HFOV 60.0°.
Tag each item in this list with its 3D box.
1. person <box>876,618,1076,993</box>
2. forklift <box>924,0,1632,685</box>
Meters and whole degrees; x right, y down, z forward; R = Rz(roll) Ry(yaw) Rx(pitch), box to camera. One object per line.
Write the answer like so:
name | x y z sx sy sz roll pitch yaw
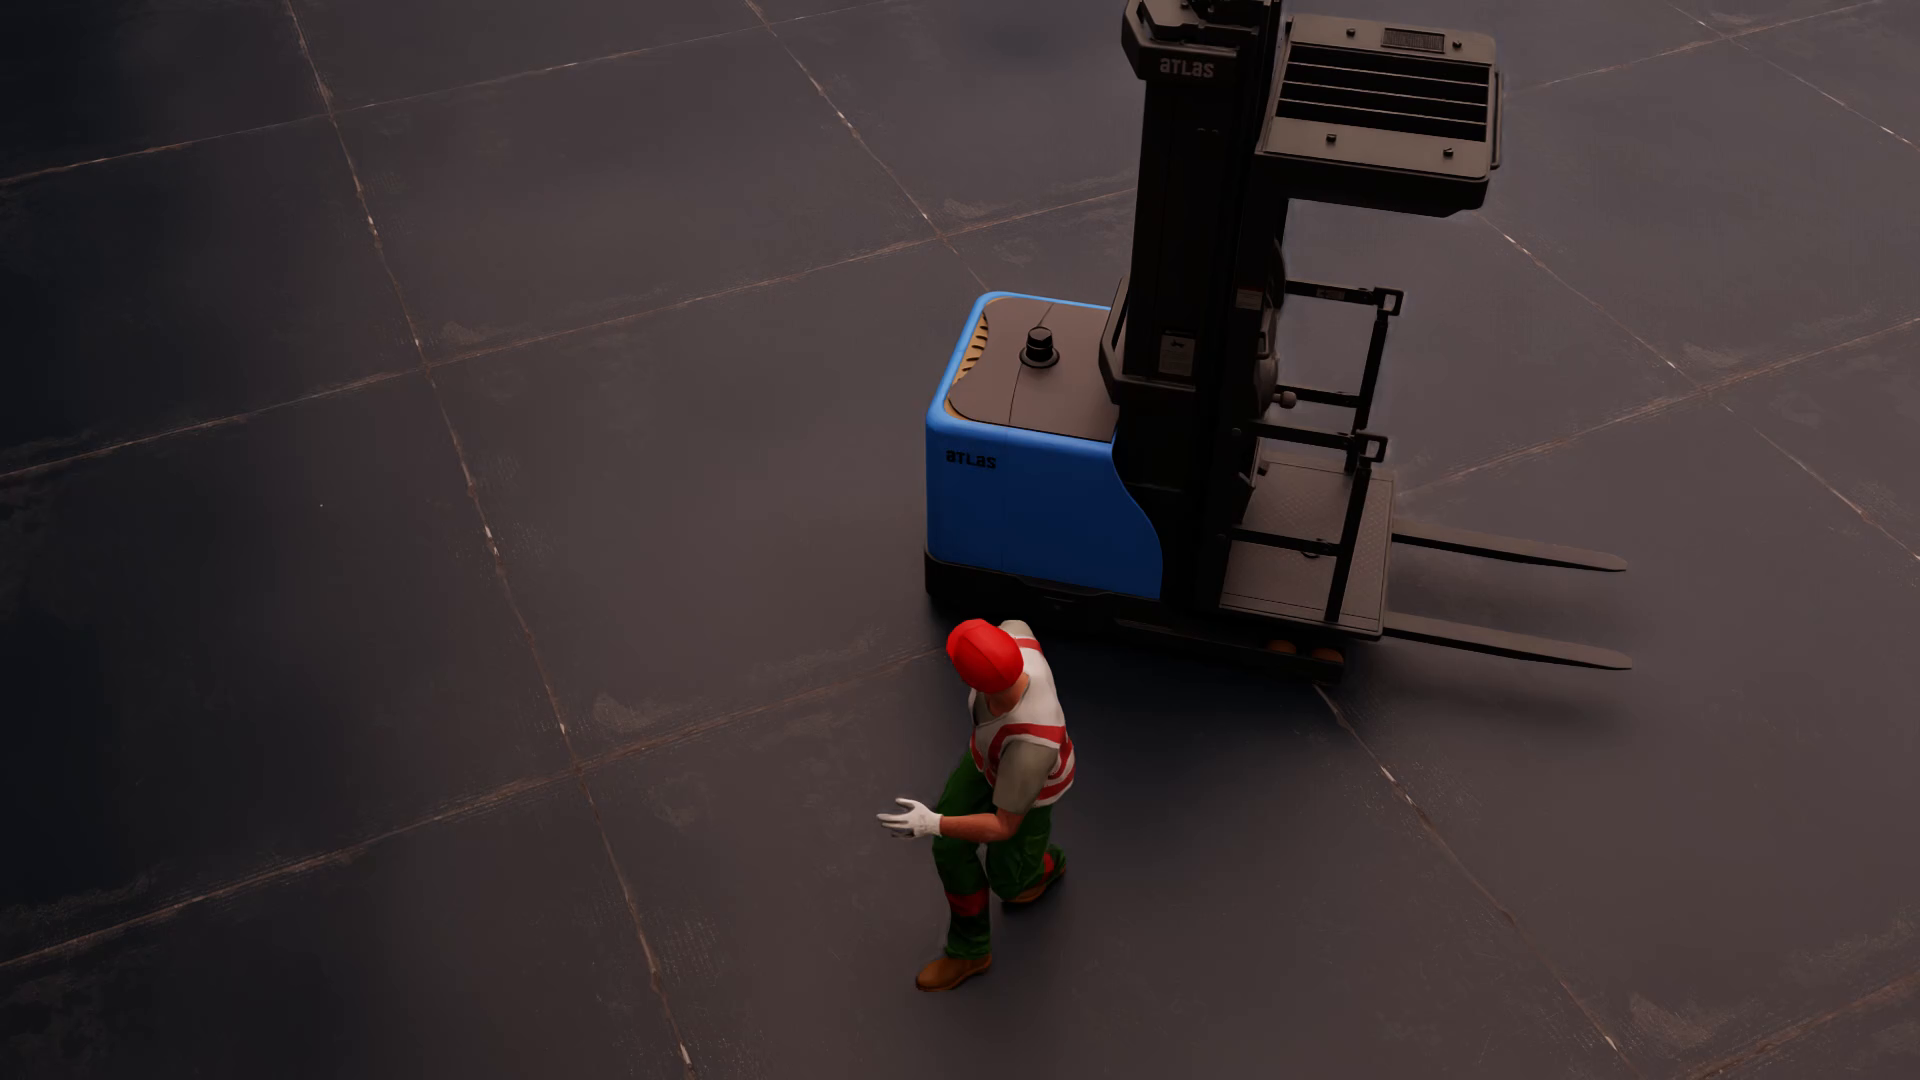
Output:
person | 0.026 0.812 5.772 0.832 1.650 0.821 -23 48 -23
forklift | 1.417 -0.850 6.591 3.031 2.935 1.130 10 44 10
